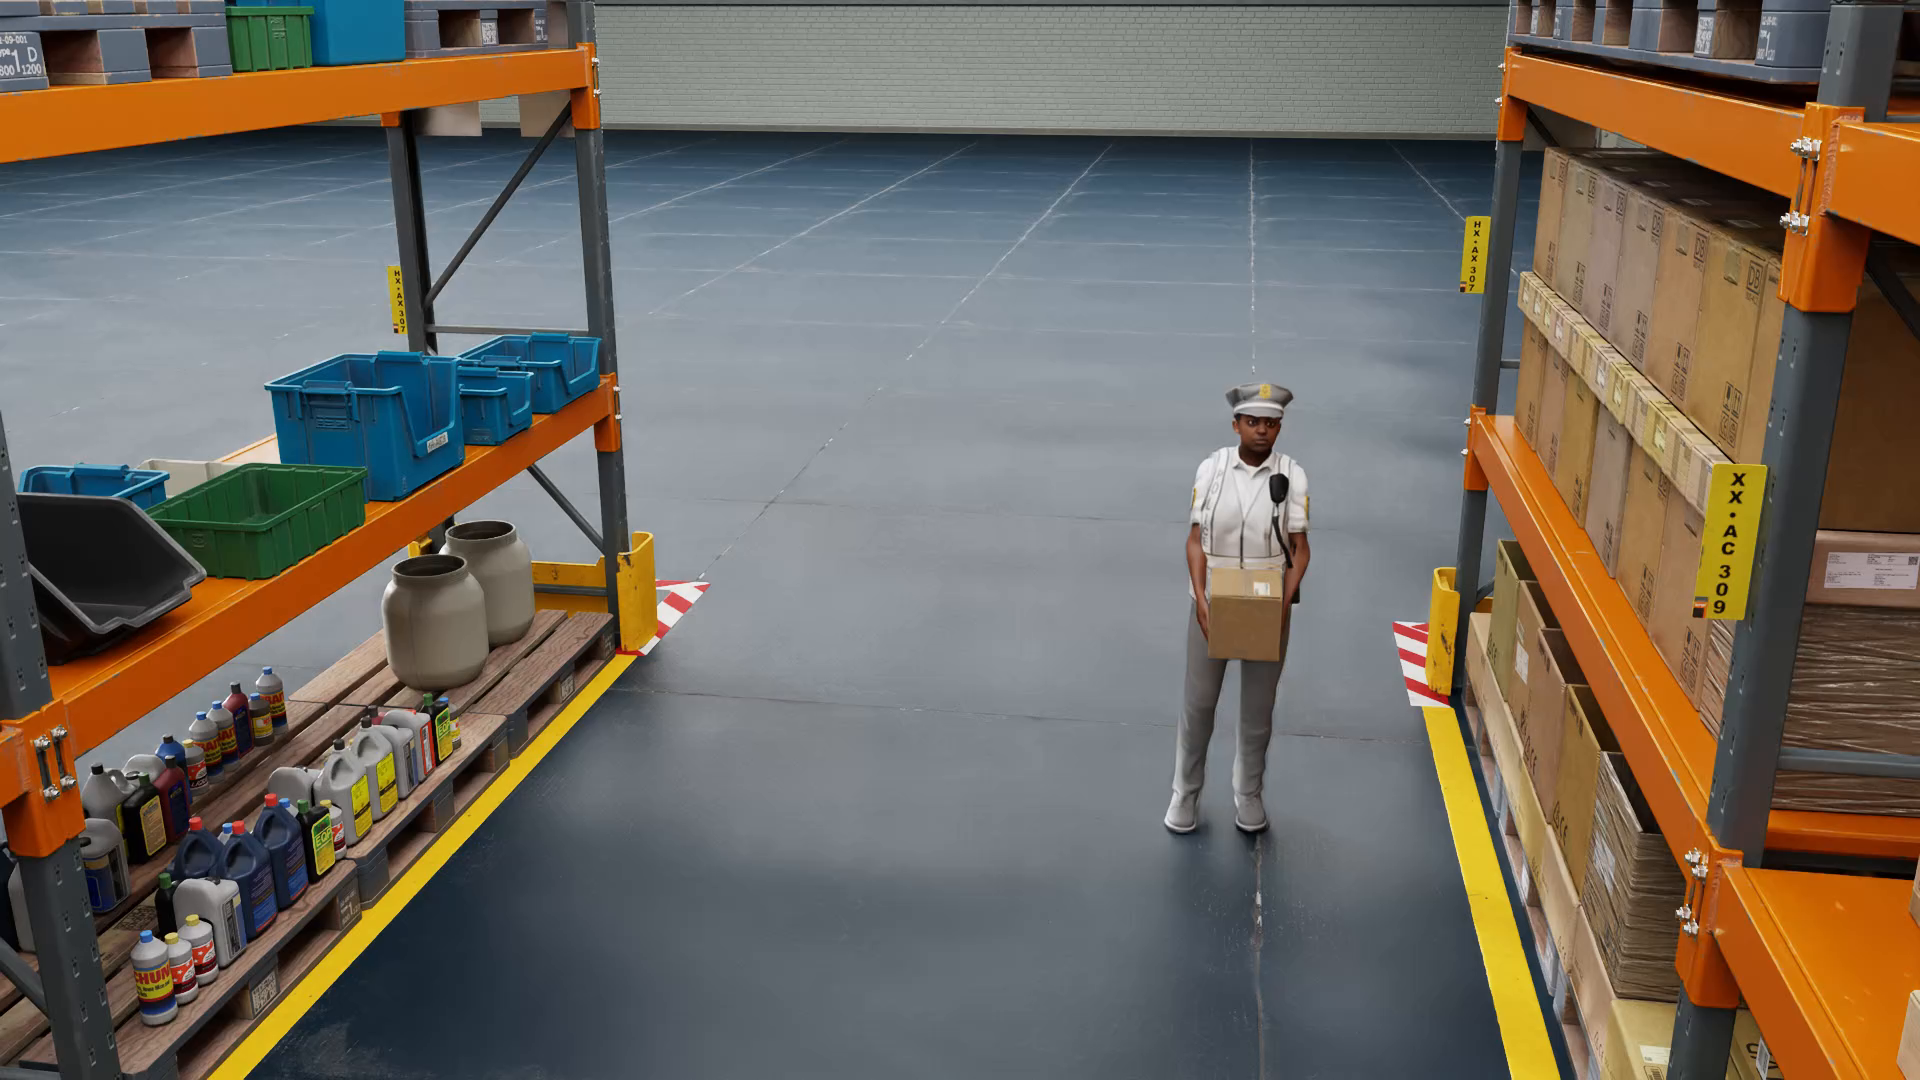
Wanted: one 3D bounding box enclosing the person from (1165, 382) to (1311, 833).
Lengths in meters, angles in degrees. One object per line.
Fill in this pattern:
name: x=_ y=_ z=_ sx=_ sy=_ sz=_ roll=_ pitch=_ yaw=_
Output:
person: x=1.047 y=0.256 z=6.202 sx=0.488 sy=1.703 sz=0.511 roll=3 pitch=18 yaw=9
